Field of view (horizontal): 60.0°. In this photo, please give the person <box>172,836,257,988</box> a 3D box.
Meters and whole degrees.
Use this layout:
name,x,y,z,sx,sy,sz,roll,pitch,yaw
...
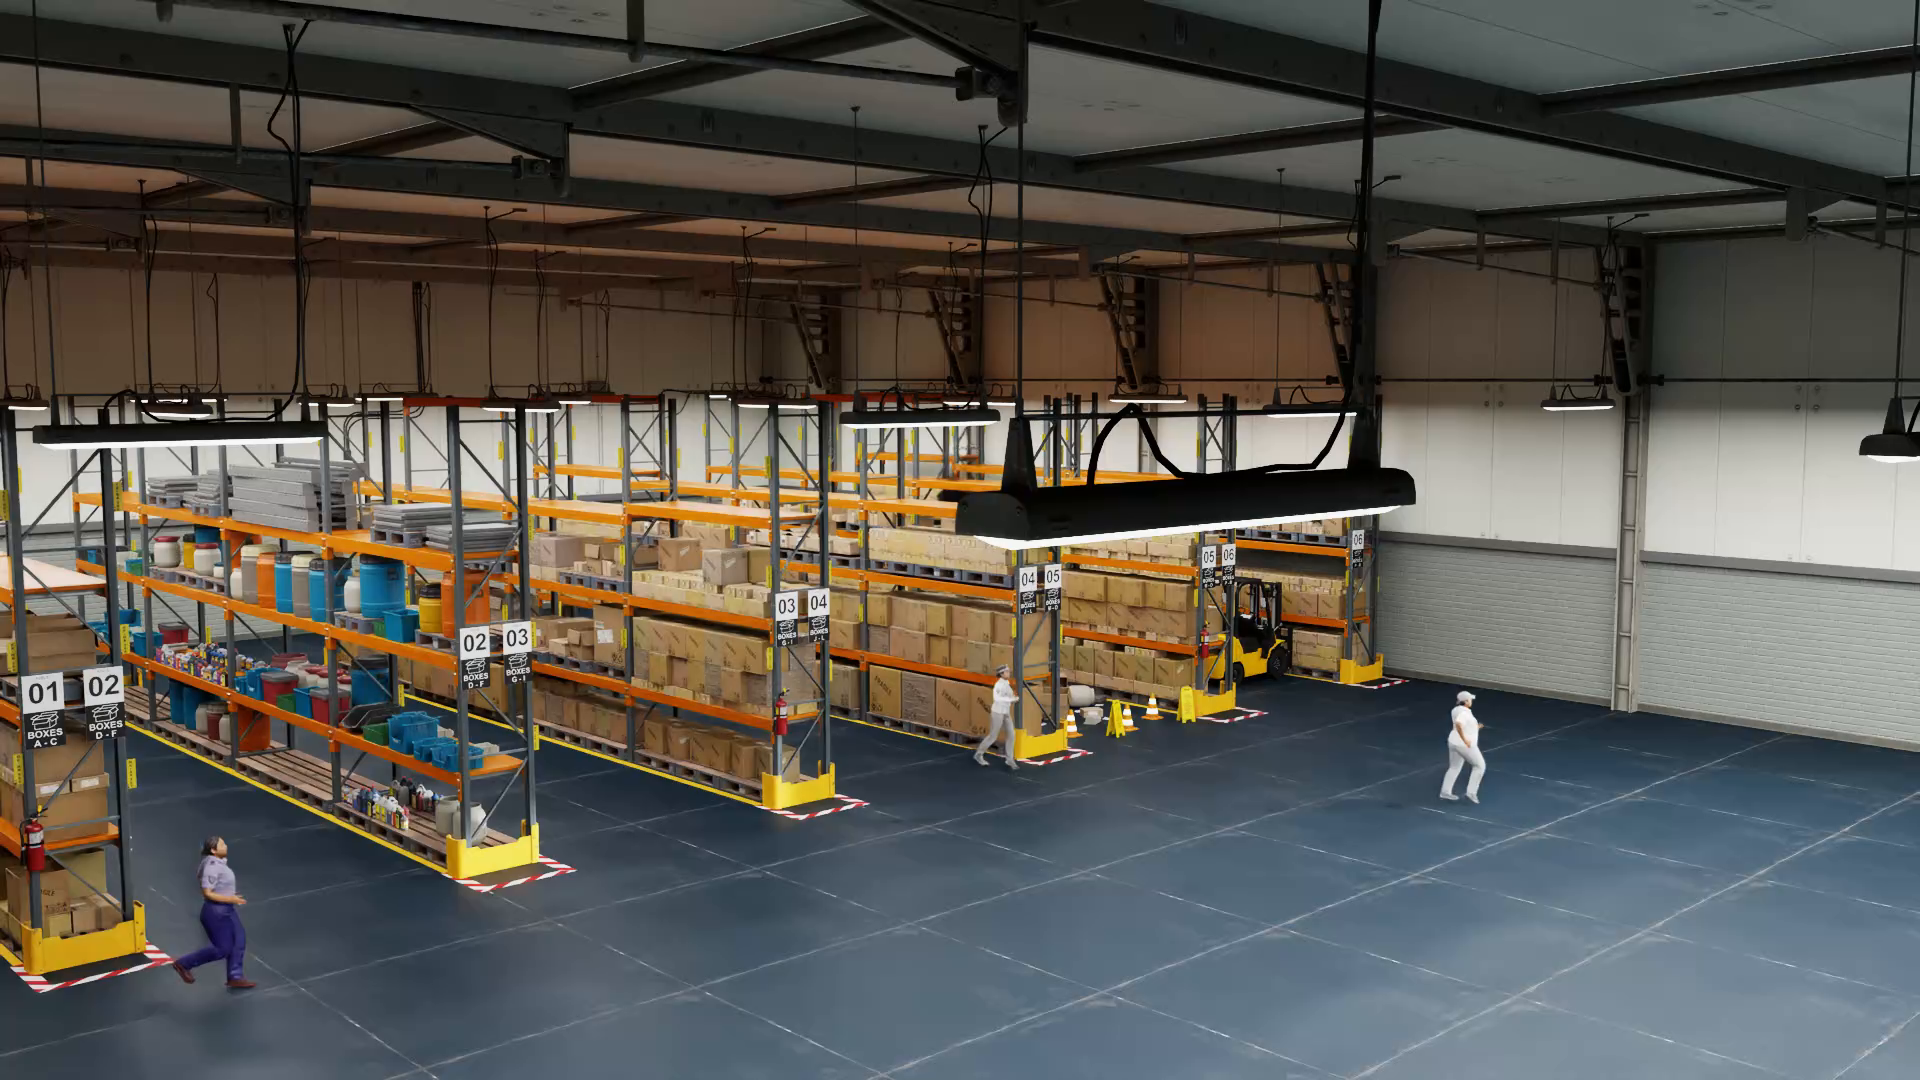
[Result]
name,x,y,z,sx,sy,sz,roll,pitch,yaw
person,-7.747,3.878,17.245,0.786,1.643,0.609,-2,6,-20

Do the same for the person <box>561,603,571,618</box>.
name,x,y,z,sx,sy,sz,roll,pitch,yaw
person,-9.683,1.562,41.107,0.598,1.637,0.649,1,6,9

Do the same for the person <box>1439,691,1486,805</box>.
name,x,y,z,sx,sy,sz,roll,pitch,yaw
person,7.525,3.111,24.839,0.670,1.714,0.589,-1,6,-14

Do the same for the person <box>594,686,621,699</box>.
name,x,y,z,sx,sy,sz,roll,pitch,yaw
person,-6.817,2.431,32.351,0.790,1.572,0.538,4,7,37

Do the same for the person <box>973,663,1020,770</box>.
name,x,y,z,sx,sy,sz,roll,pitch,yaw
person,0.637,2.871,27.147,0.779,1.745,0.618,2,6,21
